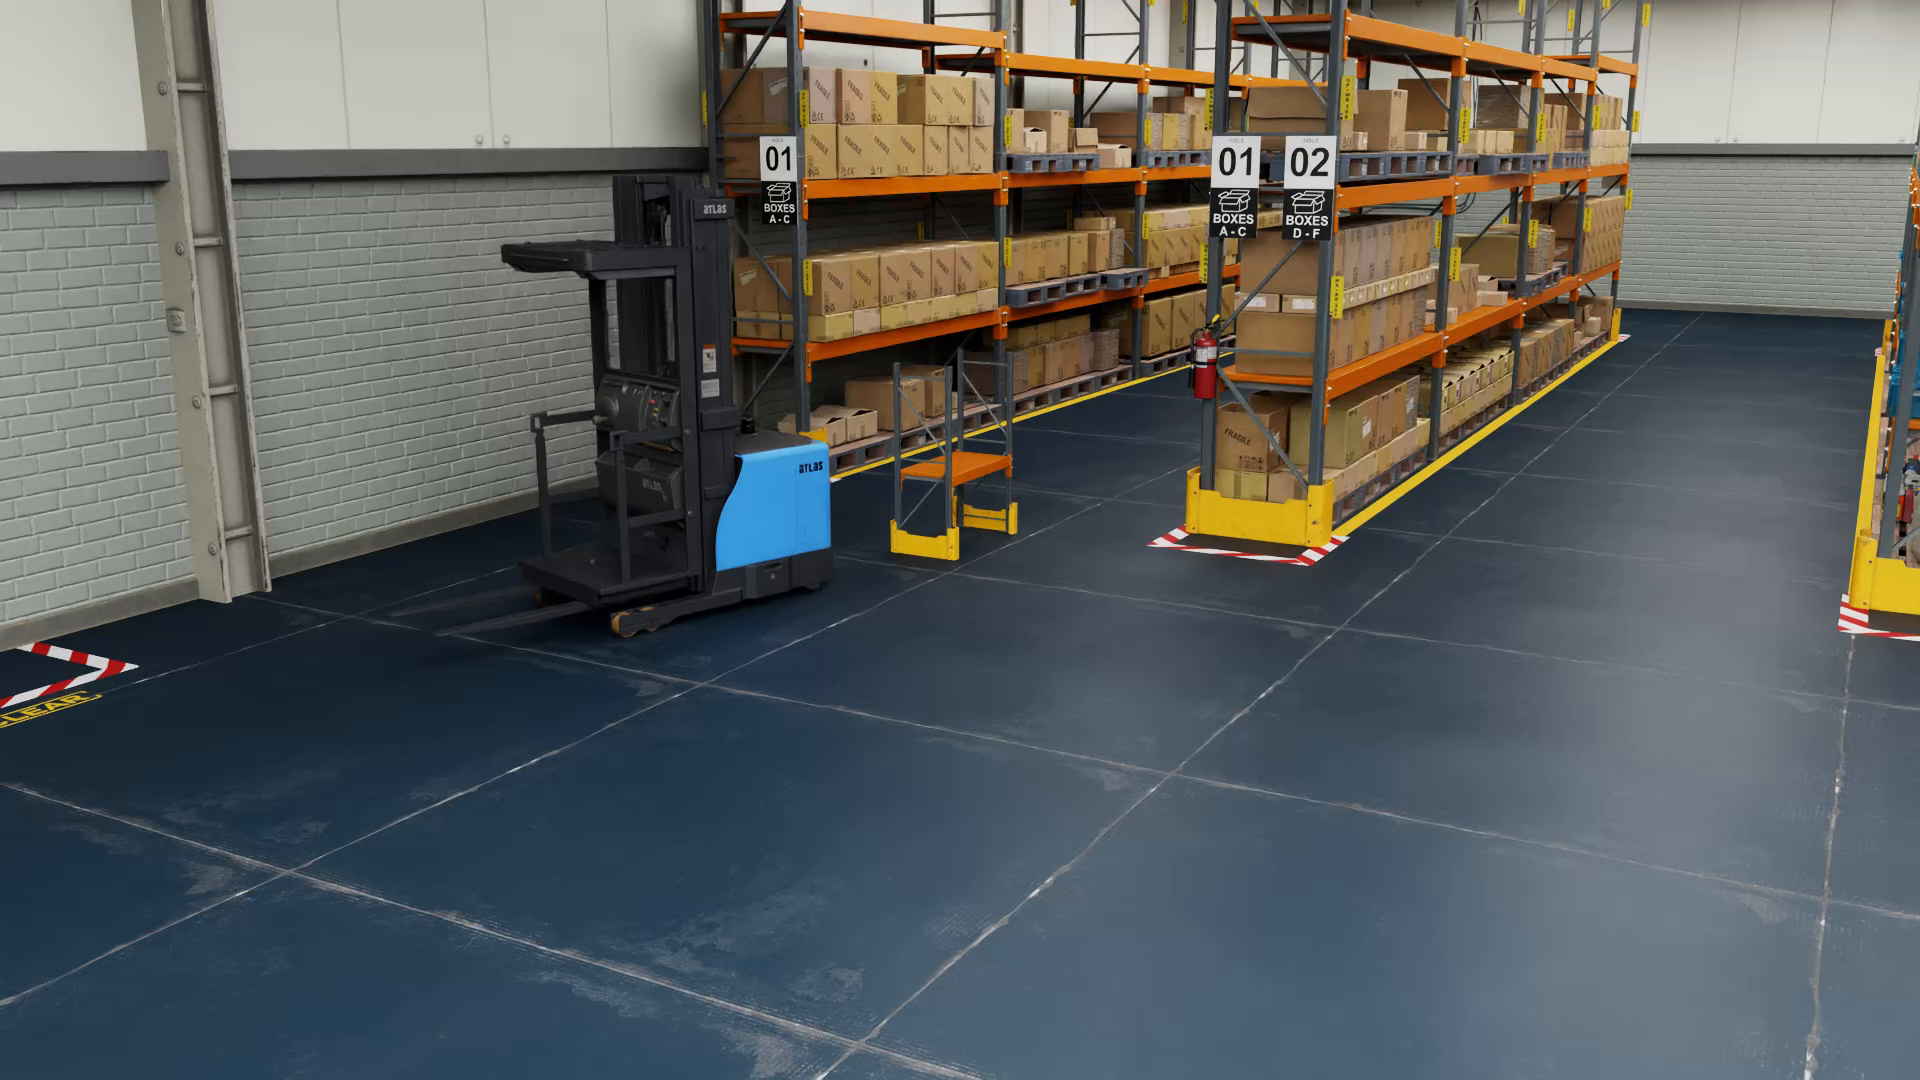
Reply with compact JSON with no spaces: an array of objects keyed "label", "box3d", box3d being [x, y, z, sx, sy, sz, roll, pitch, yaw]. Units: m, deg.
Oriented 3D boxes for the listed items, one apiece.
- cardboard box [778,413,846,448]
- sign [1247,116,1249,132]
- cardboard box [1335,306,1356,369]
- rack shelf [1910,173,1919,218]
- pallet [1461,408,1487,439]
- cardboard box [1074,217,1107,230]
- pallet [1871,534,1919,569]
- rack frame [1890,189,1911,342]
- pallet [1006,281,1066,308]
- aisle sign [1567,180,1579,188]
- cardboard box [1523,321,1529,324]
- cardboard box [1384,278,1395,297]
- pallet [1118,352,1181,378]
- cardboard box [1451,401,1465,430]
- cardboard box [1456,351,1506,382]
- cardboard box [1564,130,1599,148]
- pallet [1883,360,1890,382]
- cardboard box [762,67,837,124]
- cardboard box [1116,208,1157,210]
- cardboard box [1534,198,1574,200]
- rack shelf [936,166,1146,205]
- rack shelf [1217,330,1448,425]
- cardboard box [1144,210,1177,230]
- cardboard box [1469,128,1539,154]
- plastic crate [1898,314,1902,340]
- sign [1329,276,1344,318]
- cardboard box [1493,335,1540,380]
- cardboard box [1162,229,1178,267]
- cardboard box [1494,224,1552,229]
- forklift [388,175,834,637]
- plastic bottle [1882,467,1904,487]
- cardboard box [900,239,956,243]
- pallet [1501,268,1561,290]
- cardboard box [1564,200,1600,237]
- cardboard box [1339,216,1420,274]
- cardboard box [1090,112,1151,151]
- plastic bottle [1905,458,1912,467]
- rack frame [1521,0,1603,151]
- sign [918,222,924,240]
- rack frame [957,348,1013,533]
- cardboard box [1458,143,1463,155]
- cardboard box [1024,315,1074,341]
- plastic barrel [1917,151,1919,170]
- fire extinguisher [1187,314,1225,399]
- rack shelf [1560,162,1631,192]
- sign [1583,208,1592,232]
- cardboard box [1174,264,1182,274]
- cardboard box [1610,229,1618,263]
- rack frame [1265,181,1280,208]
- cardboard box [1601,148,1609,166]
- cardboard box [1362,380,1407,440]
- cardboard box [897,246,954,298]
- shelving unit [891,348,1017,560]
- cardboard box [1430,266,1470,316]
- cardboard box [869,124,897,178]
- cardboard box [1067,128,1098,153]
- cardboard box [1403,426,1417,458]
[{"label":"cardboard box","box3d":[-1.467,-1.099,16.489,0.500,0.311,0.500,6,15,22]},{"label":"sign","box3d":[4.400,-6.325,25.196,0.100,0.325,0.005,7,15,28]},{"label":"cardboard box","box3d":[2.944,-1.751,14.183,0.700,0.500,0.500,8,16,29]},{"label":"rack shelf","box3d":[9.693,-3.277,15.862,1.077,0.370,4.000,7,15,28]},{"label":"pallet","box3d":[5.302,-1.372,18.773,1.003,0.211,1.213,7,15,28]},{"label":"cardboard box","box3d":[1.704,-4.138,21.760,0.380,0.149,0.250,5,14,19]},{"label":"pallet","box3d":[7.185,0.231,12.126,1.003,0.211,1.213,7,15,28]},{"label":"rack frame","box3d":[14.527,-4.220,24.640,1.000,3.000,0.127,7,15,28]},{"label":"pallet","box3d":[0.550,-2.928,19.688,1.003,0.211,1.213,7,15,28]},{"label":"aisle sign","box3d":[9.968,-6.093,26.862,0.394,0.787,0.004,7,15,28]},{"label":"cardboard box","box3d":[7.563,-2.778,23.052,0.500,0.500,0.500,8,16,29]},{"label":"cardboard box","box3d":[3.707,-2.289,15.031,0.380,0.149,0.250,8,16,30]},{"label":"pallet","box3d":[2.434,-2.499,23.450,1.003,0.211,1.213,7,15,28]},{"label":"cardboard box","box3d":[5.052,-1.347,17.693,0.500,0.250,0.500,8,16,29]},{"label":"cardboard box","box3d":[6.042,-2.038,19.363,0.500,0.311,0.500,7,15,27]},{"label":"cardboard box","box3d":[8.711,-5.662,23.471,0.500,0.250,0.500,7,15,28]},{"label":"pallet","box3d":[12.915,-2.199,22.206,1.003,0.211,1.213,7,15,28]},{"label":"cardboard box","box3d":[-1.482,-4.114,15.410,0.500,0.500,0.500,6,15,24]},{"label":"cardboard box","box3d":[2.483,-4.602,23.733,0.500,0.250,0.500,7,15,27]},{"label":"cardboard box","box3d":[9.010,-4.941,25.283,0.500,0.500,0.500,7,15,28]},{"label":"rack shelf","box3d":[1.020,-4.400,20.518,1.077,0.370,4.000,7,15,28]},{"label":"rack shelf","box3d":[3.425,-1.560,15.141,1.077,0.370,4.000,7,15,28]},{"label":"cardboard box","box3d":[2.691,-4.443,23.074,0.500,0.250,0.500,7,15,27]},{"label":"cardboard box","box3d":[6.506,-4.741,20.186,0.910,0.500,0.500,7,15,28]},{"label":"plastic crate","box3d":[9.320,-2.045,16.067,0.450,0.188,0.662,7,15,28]},{"label":"sign","box3d":[2.941,-1.895,12.978,0.100,0.325,0.005,7,15,28]},{"label":"cardboard box","box3d":[7.043,-2.309,21.105,0.500,0.500,0.500,7,15,26]},{"label":"cardboard box","box3d":[2.707,-4.082,23.173,0.500,0.500,0.500,8,16,30]},{"label":"cardboard box","box3d":[7.834,-4.143,23.208,0.700,0.500,0.500,2,14,9]},{"label":"forklift","box3d":[-2.333,-0.924,11.112,3.031,2.935,1.130,-13,18,-42]},{"label":"plastic bottle","box3d":[7.972,-0.566,14.194,0.144,0.351,0.185,8,16,30]},{"label":"cardboard box","box3d":[-0.357,-3.110,18.709,0.500,0.500,0.500,7,15,27]},{"label":"pallet","box3d":[7.261,-3.447,21.842,1.003,0.211,1.213,7,15,28]},{"label":"cardboard box","box3d":[8.982,-4.667,24.146,0.500,0.500,0.500,7,15,26]},{"label":"cardboard box","box3d":[3.939,-2.804,15.784,0.700,0.500,0.500,7,15,28]},{"label":"cardboard box","box3d":[2.167,-5.526,22.504,0.700,0.500,0.500,6,15,24]},{"label":"plastic bottle","box3d":[8.149,-0.555,14.292,0.061,0.283,0.133,7,15,28]},{"label":"rack frame","box3d":[8.259,-6.878,22.864,1.000,3.000,0.127,7,15,28]},{"label":"sign","box3d":[-0.434,-3.506,19.205,0.100,0.325,0.005,7,15,28]},{"label":"rack frame","box3d":[0.205,-0.816,13.718,0.500,1.500,0.032,7,15,28]},{"label":"cardboard box","box3d":[4.961,-4.148,17.364,0.500,0.250,0.500,6,15,23]},{"label":"cardboard box","box3d":[1.110,-2.695,21.108,0.500,0.250,0.500,7,15,28]},{"label":"plastic barrel","box3d":[9.756,-3.968,16.276,0.600,0.830,0.708,7,15,28]},{"label":"fire extinguisher","box3d":[1.994,-1.491,13.481,0.296,0.674,0.183,7,15,28]},{"label":"rack shelf","box3d":[9.226,-5.481,25.001,1.077,0.370,4.000,7,15,28]},{"label":"sign","box3d":[8.746,-4.463,23.173,0.100,0.325,0.005,7,15,28]},{"label":"cardboard box","box3d":[2.946,-3.898,23.794,0.380,0.149,0.250,8,16,29]},{"label":"cardboard box","box3d":[9.966,-4.601,26.007,0.500,0.500,0.500,8,15,29]},{"label":"rack frame","box3d":[5.854,-5.343,29.295,1.000,3.000,0.127,7,15,28]},{"label":"cardboard box","box3d":[9.199,-5.623,24.379,0.500,0.250,0.500,7,15,28]},{"label":"cardboard box","box3d":[3.868,-1.228,15.599,0.500,0.500,0.500,7,15,28]},{"label":"cardboard box","box3d":[-0.394,-2.845,17.612,0.500,0.500,0.500,7,15,26]},{"label":"shelving unit","box3d":[-0.037,-0.713,13.293,0.587,1.500,1.083,7,15,28]},{"label":"cardboard box","box3d":[5.274,-2.736,18.267,0.500,0.500,0.500,7,15,28]},{"label":"cardboard box","box3d":[-0.962,-3.830,16.365,0.500,0.500,0.500,8,16,31]},{"label":"cardboard box","box3d":[1.279,-4.964,21.062,0.797,0.503,0.637,10,17,36]},{"label":"cardboard box","box3d":[4.108,-0.967,16.113,0.500,0.250,0.500,7,15,28]}]
